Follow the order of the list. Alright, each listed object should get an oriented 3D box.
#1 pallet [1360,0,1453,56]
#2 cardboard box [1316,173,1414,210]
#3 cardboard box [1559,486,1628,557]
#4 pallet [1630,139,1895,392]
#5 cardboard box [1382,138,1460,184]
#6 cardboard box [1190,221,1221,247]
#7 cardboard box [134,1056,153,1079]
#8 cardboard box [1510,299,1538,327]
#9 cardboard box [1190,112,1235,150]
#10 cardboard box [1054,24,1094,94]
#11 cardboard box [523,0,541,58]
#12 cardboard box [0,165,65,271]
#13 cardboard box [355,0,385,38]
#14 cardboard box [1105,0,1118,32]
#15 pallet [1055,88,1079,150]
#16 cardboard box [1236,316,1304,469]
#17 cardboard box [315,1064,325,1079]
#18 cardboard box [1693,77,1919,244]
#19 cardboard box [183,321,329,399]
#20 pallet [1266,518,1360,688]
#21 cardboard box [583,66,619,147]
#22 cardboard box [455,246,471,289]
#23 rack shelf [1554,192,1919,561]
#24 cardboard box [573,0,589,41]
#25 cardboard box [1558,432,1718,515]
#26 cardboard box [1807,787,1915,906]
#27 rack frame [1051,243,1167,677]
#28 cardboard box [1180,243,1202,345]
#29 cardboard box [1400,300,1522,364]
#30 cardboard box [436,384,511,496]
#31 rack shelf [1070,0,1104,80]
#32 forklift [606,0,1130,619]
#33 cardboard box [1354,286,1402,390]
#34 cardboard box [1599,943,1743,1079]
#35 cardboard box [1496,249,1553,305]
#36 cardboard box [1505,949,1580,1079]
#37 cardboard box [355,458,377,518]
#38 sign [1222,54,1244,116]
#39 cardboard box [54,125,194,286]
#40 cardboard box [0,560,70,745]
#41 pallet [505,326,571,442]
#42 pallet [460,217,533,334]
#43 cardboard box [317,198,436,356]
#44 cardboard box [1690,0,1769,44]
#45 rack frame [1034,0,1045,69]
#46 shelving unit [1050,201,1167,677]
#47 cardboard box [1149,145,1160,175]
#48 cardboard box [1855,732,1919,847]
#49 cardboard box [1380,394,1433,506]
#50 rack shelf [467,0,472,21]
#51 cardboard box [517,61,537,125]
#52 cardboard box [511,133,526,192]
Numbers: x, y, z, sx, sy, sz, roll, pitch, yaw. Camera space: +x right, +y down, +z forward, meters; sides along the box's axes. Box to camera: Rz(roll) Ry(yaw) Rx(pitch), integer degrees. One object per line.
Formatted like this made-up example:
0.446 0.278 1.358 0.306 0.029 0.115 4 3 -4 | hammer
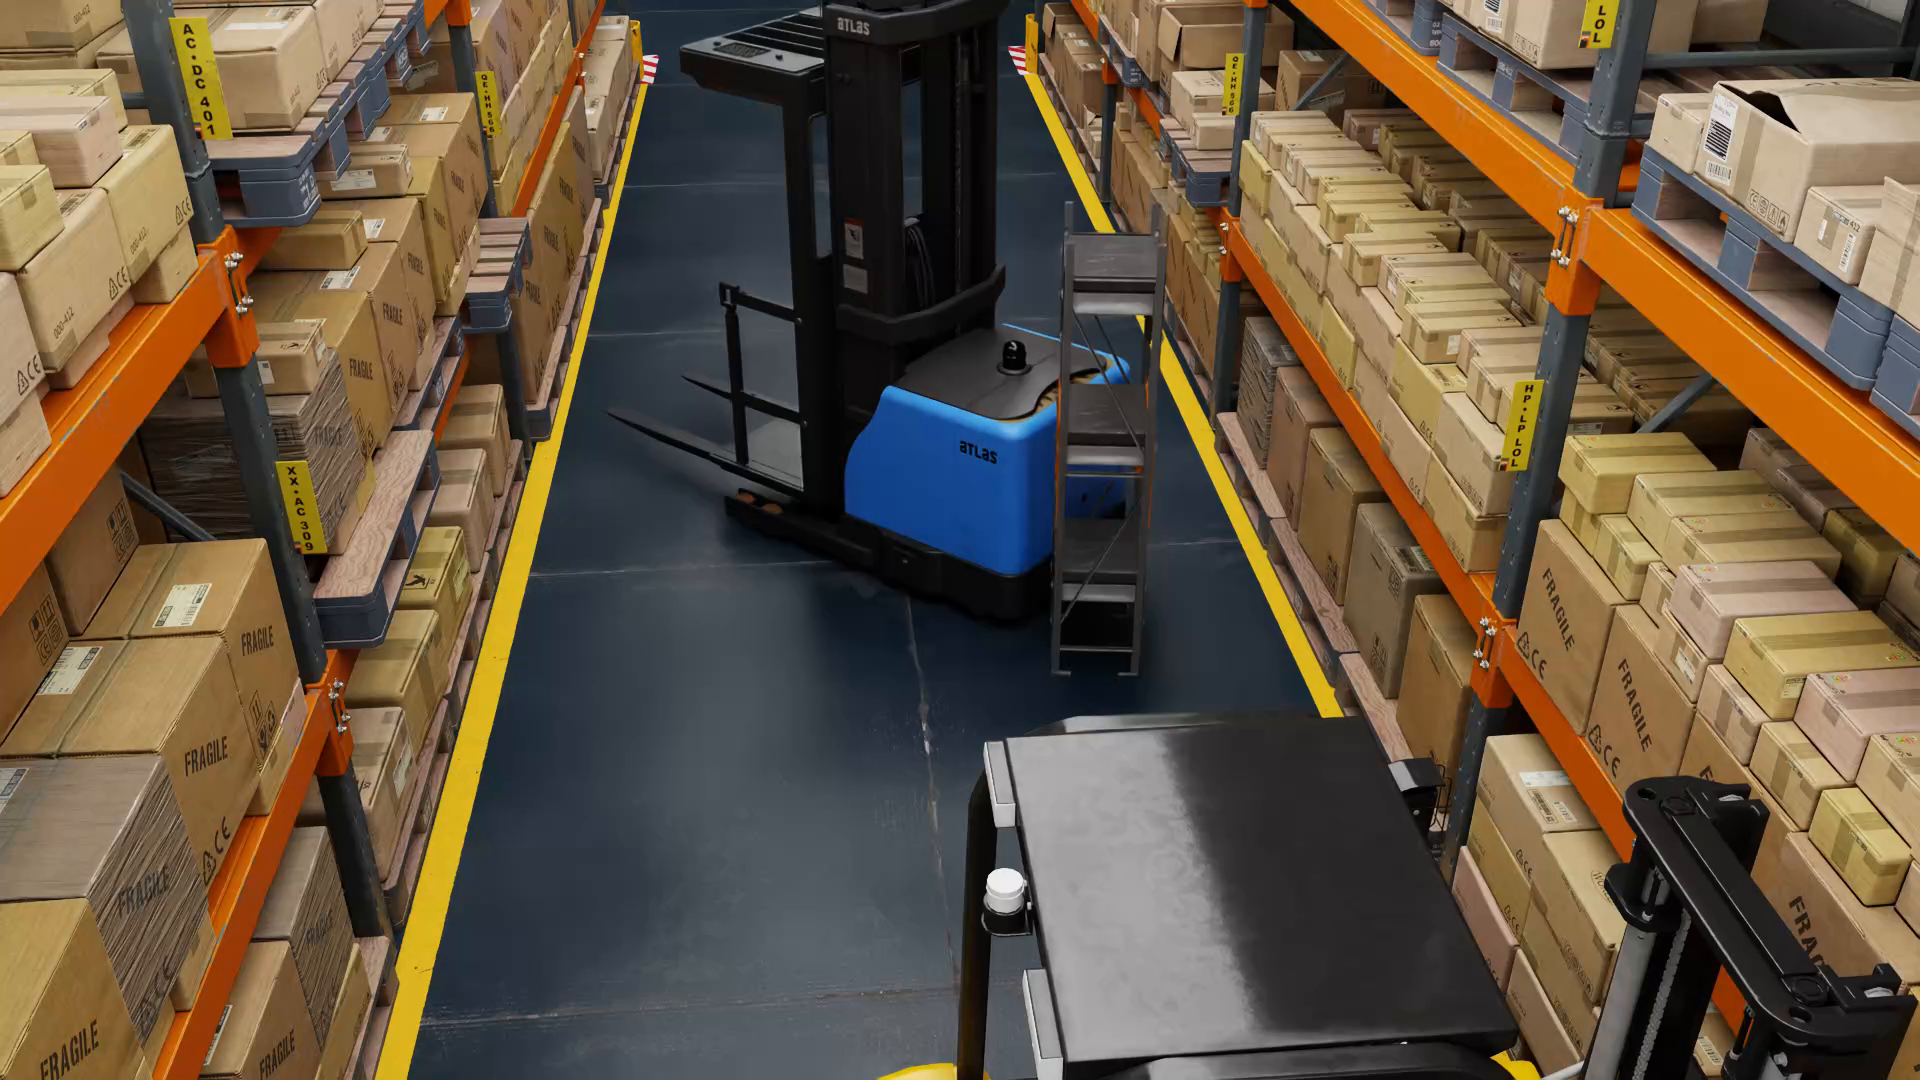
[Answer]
2.247 -2.273 6.889 1.003 0.211 1.213 -1 31 -2 | pallet
1.890 -1.598 7.769 0.380 0.149 0.250 -2 31 -4 | cardboard box
2.129 -0.083 5.233 0.380 0.149 0.250 -3 31 -5 | cardboard box
2.467 -0.752 4.245 1.003 0.211 1.213 -3 31 -5 | pallet
2.319 -1.881 8.243 0.380 0.149 0.250 -3 31 -5 | cardboard box
1.652 -1.879 10.366 0.380 0.149 0.250 -4 31 -6 | cardboard box
-2.094 1.341 3.825 0.380 0.149 0.250 -2 31 -4 | cardboard box
2.496 -0.878 6.954 0.500 0.250 0.500 -3 31 -6 | cardboard box
1.544 -2.368 9.625 0.380 0.149 0.250 -2 31 -4 | cardboard box
1.244 -4.415 15.245 0.700 0.500 0.500 -2 31 -3 | cardboard box
-2.889 -3.250 10.194 0.500 0.500 0.500 -2 31 -4 | cardboard box
-2.143 -0.676 3.498 0.380 0.149 0.250 -2 31 -3 | cardboard box
-2.353 -1.933 5.873 0.500 0.250 0.500 -3 31 -5 | cardboard box
1.436 -3.987 11.992 0.700 0.500 0.500 -2 31 -3 | cardboard box
1.434 -3.799 14.904 1.003 0.211 1.213 -3 31 -5 | pallet
2.032 -0.821 9.105 0.875 0.625 0.625 -2 31 -3 | cardboard box
-2.198 1.864 4.977 0.500 0.250 0.500 -4 31 -6 | cardboard box
2.196 -0.973 4.109 0.500 0.311 0.500 -2 31 -4 | cardboard box
-2.272 -0.583 5.372 0.380 0.149 0.250 -3 31 -5 | cardboard box
2.137 0.262 8.106 1.003 0.211 1.213 -3 31 -5 | pallet
-3.364 -3.644 14.015 0.875 0.438 0.875 -4 31 -6 | cardboard box
-2.508 -1.267 7.781 0.380 0.149 0.250 -4 31 -7 | cardboard box
2.548 0.105 3.425 1.077 0.370 4.000 -3 31 -5 | rack shelf
-3.111 -4.076 12.552 0.500 0.500 0.500 -2 31 -3 | cardboard box
2.096 -0.209 5.154 0.380 0.149 0.250 -2 31 -4 | cardboard box
2.254 0.708 3.910 0.380 0.149 0.250 -3 31 -6 | cardboard box
0.624 -0.278 7.168 0.400 2.100 0.015 1 31 2 | rack frame
1.698 -1.548 10.444 0.500 0.500 0.500 -3 31 -5 | cardboard box
1.939 -0.808 6.448 0.380 0.149 0.250 -4 31 -6 | cardboard box
-2.911 -0.502 8.819 0.950 0.372 0.625 -5 31 -8 | cardboard box
1.427 -4.733 14.451 1.077 0.370 4.000 -3 31 -5 | rack shelf
-0.632 -1.479 8.367 3.031 2.935 1.130 21 37 31 | forklift
1.964 -0.849 6.905 0.500 0.250 0.500 -2 31 -4 | cardboard box
2.190 1.411 4.759 0.500 0.250 0.500 -2 31 -3 | cardboard box
2.476 -1.101 6.939 0.380 0.149 0.250 -3 31 -5 | cardboard box
2.140 1.585 5.443 0.500 0.250 0.500 -3 31 -6 | cardboard box
-2.332 -0.195 5.986 0.380 0.149 0.250 -2 31 -4 | cardboard box
1.448 -2.411 8.810 0.100 0.325 0.005 -3 31 -5 | sign
-2.271 -0.835 4.153 0.500 0.250 0.500 -3 31 -5 | cardboard box
-2.729 0.200 4.127 0.700 0.500 0.500 -3 31 -4 | cardboard box
-2.953 -0.948 10.132 1.003 0.211 1.213 -3 31 -5 | pallet
-2.781 -1.298 8.185 1.213 0.211 1.003 -3 31 -5 | pallet
-2.477 -1.072 6.822 0.500 0.500 0.500 -4 31 -7 | cardboard box
2.477 -1.783 5.622 0.380 0.149 0.250 -3 31 -5 | cardboard box
1.240 -6.063 15.976 1.000 3.000 0.127 -3 31 -5 | rack frame
0.636 -0.403 7.377 0.431 2.100 0.503 1 31 2 | shelving unit
1.546 -2.674 11.697 0.380 0.149 0.250 -3 31 -5 | cardboard box
2.336 0.571 3.848 0.380 0.149 0.250 -3 31 -4 | cardboard box
2.001 -0.374 6.596 0.500 0.250 0.500 -3 31 -5 | cardboard box
-3.141 -3.739 9.861 1.077 0.370 4.000 -3 31 -5 | rack shelf
-2.837 -2.679 9.969 0.500 0.250 0.500 -3 31 -5 | cardboard box
-2.815 -2.198 9.651 0.500 0.250 0.500 -4 31 -6 | cardboard box
